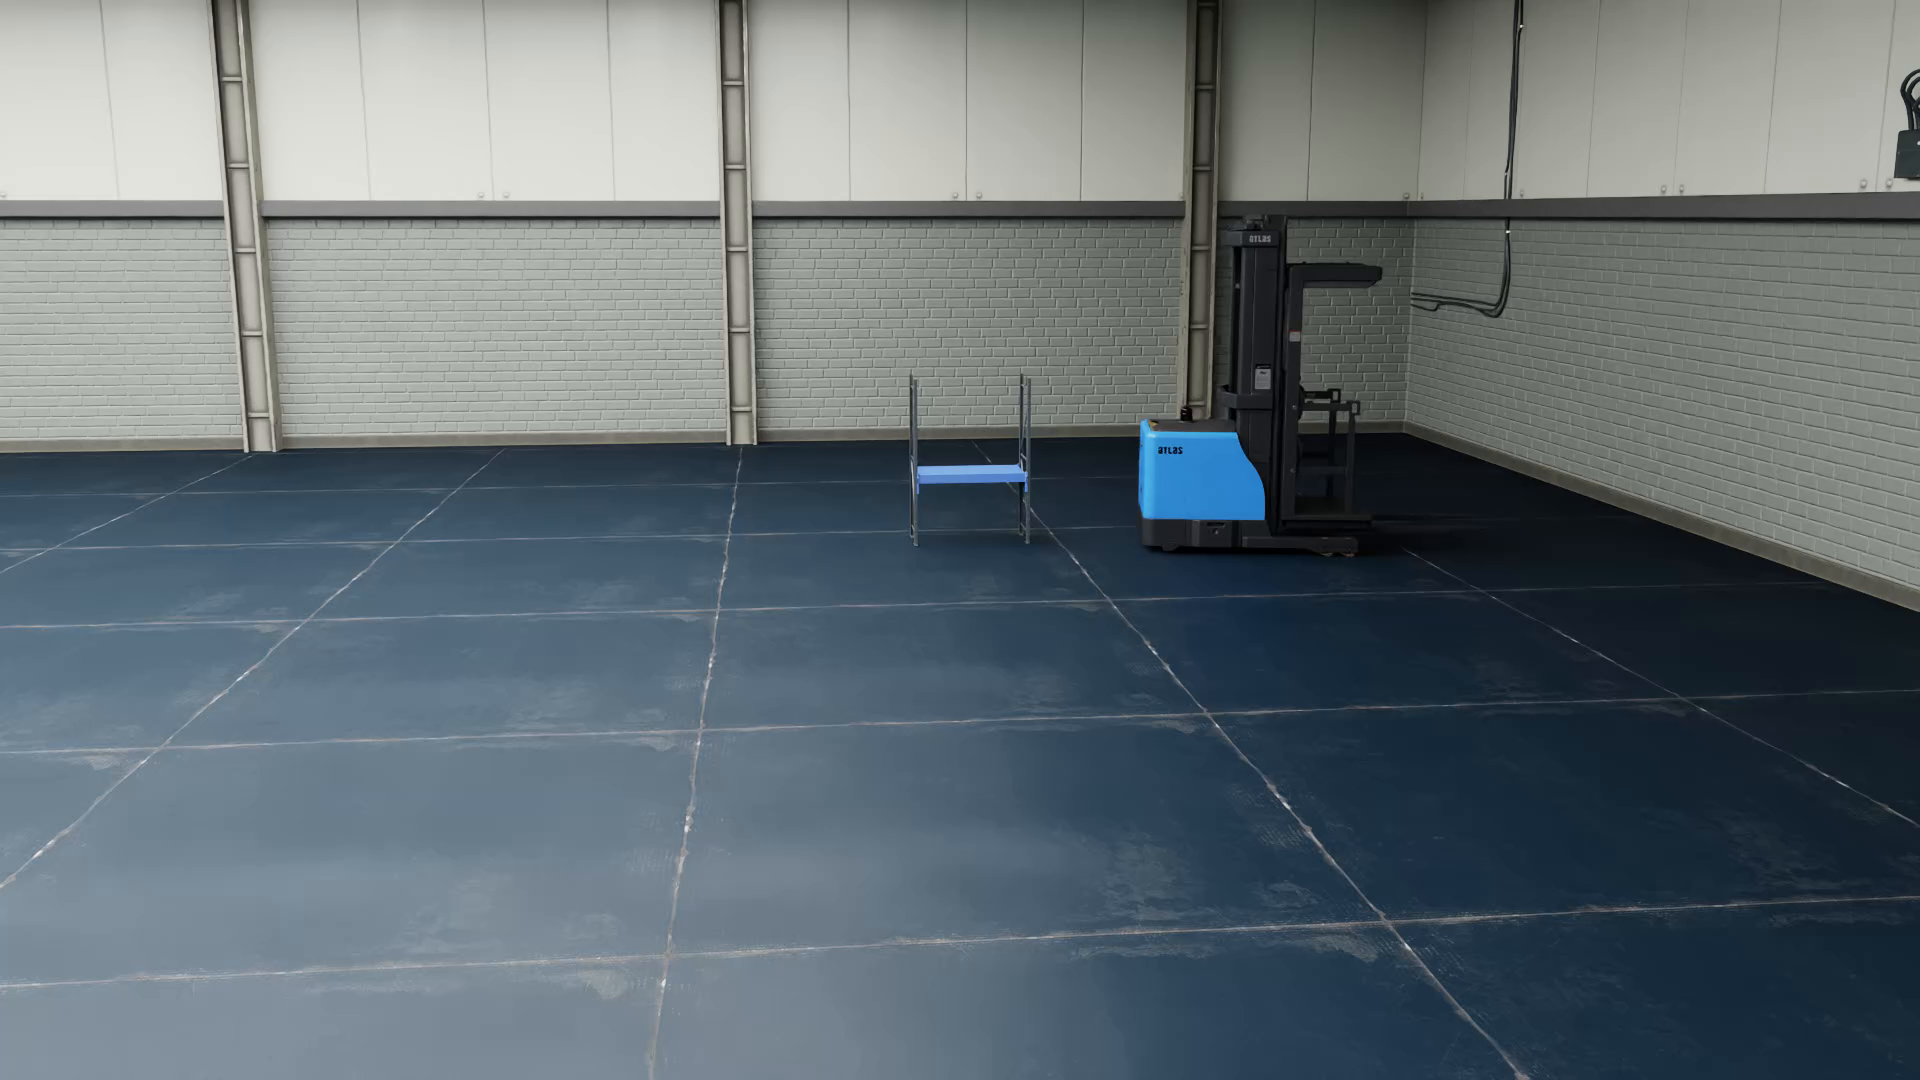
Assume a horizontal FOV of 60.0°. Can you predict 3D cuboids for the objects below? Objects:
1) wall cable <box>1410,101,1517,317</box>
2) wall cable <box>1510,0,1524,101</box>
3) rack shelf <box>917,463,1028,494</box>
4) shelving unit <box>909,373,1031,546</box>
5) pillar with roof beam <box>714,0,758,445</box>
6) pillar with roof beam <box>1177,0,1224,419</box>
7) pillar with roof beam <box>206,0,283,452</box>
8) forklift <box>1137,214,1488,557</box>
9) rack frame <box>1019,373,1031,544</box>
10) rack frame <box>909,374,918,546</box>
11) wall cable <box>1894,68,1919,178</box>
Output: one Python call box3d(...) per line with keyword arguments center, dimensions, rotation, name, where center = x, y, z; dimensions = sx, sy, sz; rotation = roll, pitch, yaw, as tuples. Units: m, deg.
box3d(center=(6.201, -4.085, 20.749), dimensions=(0.112, 2.526, 3.097), rotation=(-1, 11, -6), name="wall cable")
box3d(center=(6.493, -6.044, 17.623), dimensions=(0.112, 2.526, 3.097), rotation=(-1, 11, -6), name="wall cable")
box3d(center=(0.085, -0.561, 15.149), dimensions=(1.000, 0.185, 0.538), rotation=(-1, 11, -6), name="rack shelf")
box3d(center=(0.085, -0.738, 15.114), dimensions=(1.048, 1.500, 0.538), rotation=(-1, 11, -6), name="shelving unit")
box3d(center=(-2.371, -4.850, 16.592), dimensions=(0.400, 9.000, 9.100), rotation=(-1, 11, -6), name="pillar with roof beam")
box3d(center=(3.594, -4.975, 17.228), dimensions=(0.400, 9.000, 9.100), rotation=(-1, 11, -6), name="pillar with roof beam")
box3d(center=(-8.335, -4.725, 15.957), dimensions=(0.400, 9.000, 9.100), rotation=(-1, 11, -6), name="pillar with roof beam")
box3d(center=(3.141, -1.399, 14.770), dimensions=(3.031, 2.935, 1.130), rotation=(1, 11, 3), name="forklift")
box3d(center=(0.590, -0.748, 15.168), dimensions=(0.032, 1.500, 0.500), rotation=(-1, 11, -6), name="rack frame")
box3d(center=(-0.421, -0.727, 15.061), dimensions=(0.032, 1.500, 0.500), rotation=(-1, 11, -6), name="rack frame")
box3d(center=(7.210, -5.456, 10.859), dimensions=(0.169, 6.003, 2.305), rotation=(-1, 11, -6), name="wall cable")
